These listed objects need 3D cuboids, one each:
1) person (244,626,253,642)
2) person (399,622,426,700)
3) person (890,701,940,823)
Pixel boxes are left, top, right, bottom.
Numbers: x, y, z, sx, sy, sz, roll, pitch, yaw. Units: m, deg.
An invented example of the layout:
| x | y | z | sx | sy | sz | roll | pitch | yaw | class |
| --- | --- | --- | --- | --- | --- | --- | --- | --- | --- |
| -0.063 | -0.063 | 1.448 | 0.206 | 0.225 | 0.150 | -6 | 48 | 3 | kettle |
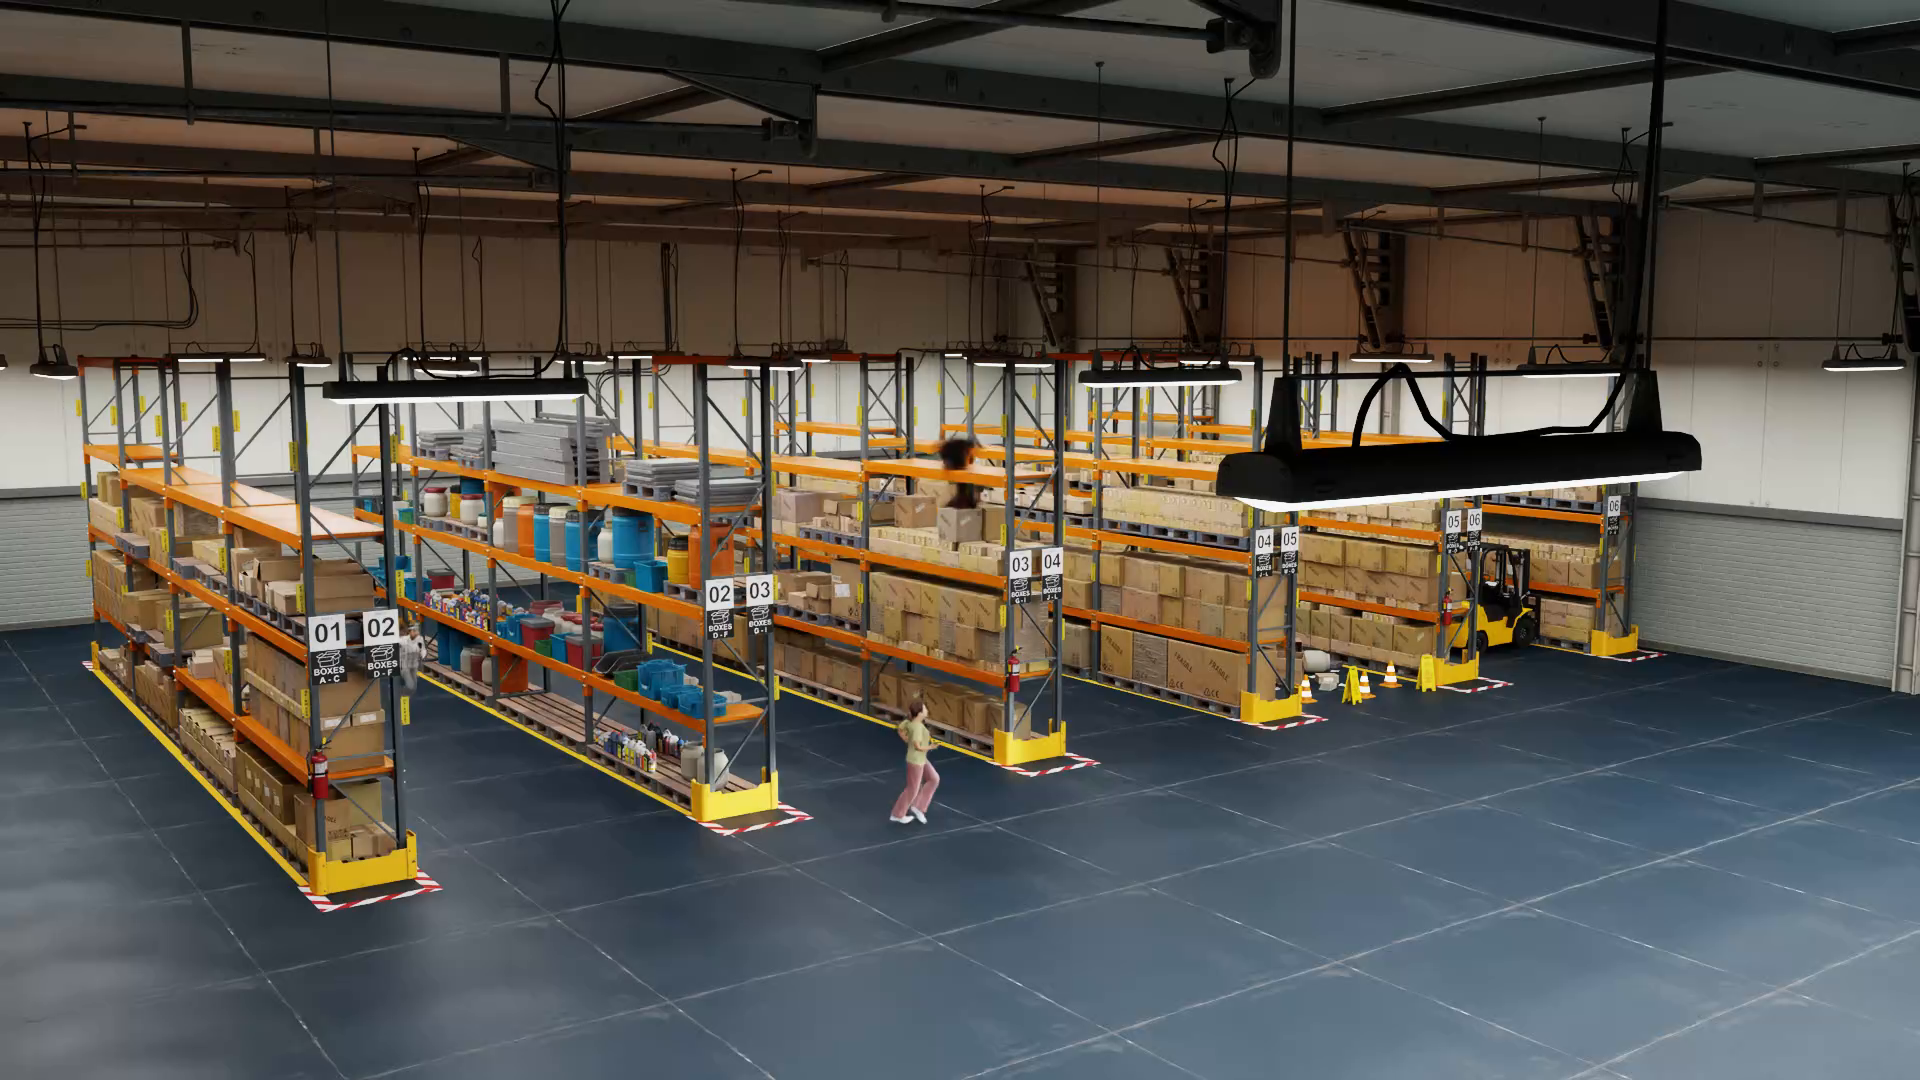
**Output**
| x | y | z | sx | sy | sz | roll | pitch | yaw | class |
| --- | --- | --- | --- | --- | --- | --- | --- | --- | --- |
| -13.459 | 1.624 | 31.826 | 0.633 | 1.702 | 0.737 | -6 | 9 | -39 | person |
| -9.229 | 2.163 | 27.892 | 0.668 | 1.610 | 0.611 | 5 | 9 | 38 | person |
| -0.584 | 2.906 | 21.577 | 0.662 | 1.679 | 0.554 | -1 | 7 | -4 | person |
